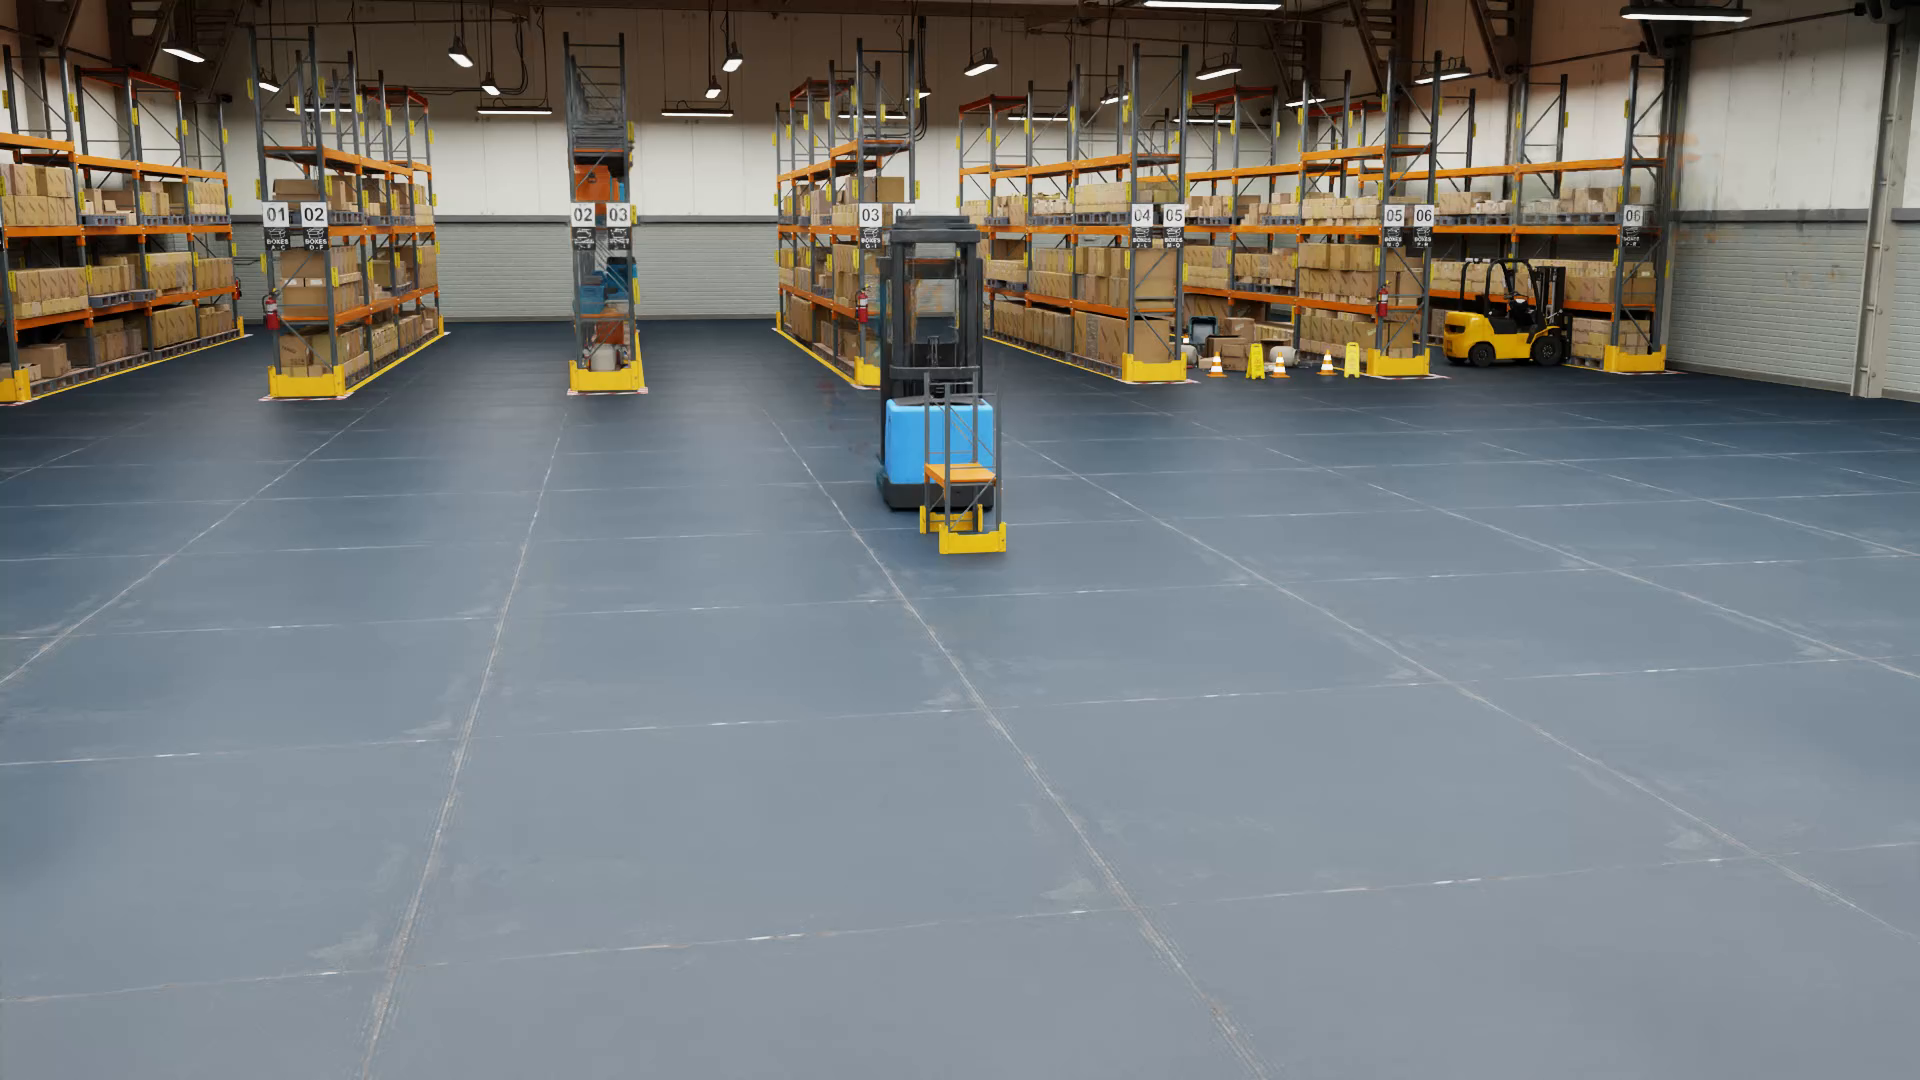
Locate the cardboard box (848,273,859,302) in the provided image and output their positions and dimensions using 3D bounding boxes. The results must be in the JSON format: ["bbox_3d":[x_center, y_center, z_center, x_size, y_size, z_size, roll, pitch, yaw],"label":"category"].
[{"bbox_3d":[-1.589,-4.665,30.673,0.875,0.500,0.500,-2,11,-11],"label":"cardboard box"}]

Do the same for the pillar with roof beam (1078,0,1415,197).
[{"bbox_3d":[7.487,-9.974,43.584,9.100,9.000,0.548,-2,11,-11],"label":"pillar with roof beam"}]

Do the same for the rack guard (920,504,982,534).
[{"bbox_3d":[-0.082,-0.200,15.633,0.587,0.250,0.087,-2,11,-11],"label":"rack guard"}]

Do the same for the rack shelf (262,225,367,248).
[{"bbox_3d":[-11.401,-5.408,29.541,1.077,0.370,4.000,-2,11,-11],"label":"rack shelf"}]

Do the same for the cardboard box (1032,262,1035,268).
[{"bbox_3d":[1.932,-6.569,39.697,0.380,0.149,0.250,-2,11,-8],"label":"cardboard box"}]

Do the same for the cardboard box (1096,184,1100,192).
[{"bbox_3d":[2.847,-6.815,32.159,0.380,0.149,0.250,-2,11,-11],"label":"cardboard box"}]

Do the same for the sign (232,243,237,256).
[{"bbox_3d":[-18.447,-7.377,42.254,0.100,0.325,0.005,-2,11,-11],"label":"sign"}]

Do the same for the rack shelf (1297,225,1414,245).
[{"bbox_3d":[8.038,-6.128,33.323,1.077,0.370,4.000,-2,11,-11],"label":"rack shelf"}]

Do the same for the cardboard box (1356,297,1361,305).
[{"bbox_3d":[7.958,-4.668,32.426,0.380,0.149,0.250,-2,11,-12],"label":"cardboard box"}]

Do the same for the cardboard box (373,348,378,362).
[{"bbox_3d":[-11.625,-3.593,32.335,0.500,0.250,0.500,-2,11,-12],"label":"cardboard box"}]

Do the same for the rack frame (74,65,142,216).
[{"bbox_3d":[-17.426,-8.154,34.025,1.000,3.000,0.127,-2,11,-11],"label":"rack frame"}]

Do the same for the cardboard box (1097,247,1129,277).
[{"bbox_3d":[3.153,-5.413,32.380,0.875,0.550,0.500,-2,11,-11],"label":"cardboard box"}]

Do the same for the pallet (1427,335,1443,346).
[{"bbox_3d":[11.861,-4.767,39.730,1.003,0.211,1.213,-2,11,-11],"label":"pallet"}]

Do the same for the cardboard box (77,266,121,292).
[{"bbox_3d":[-17.061,-5.159,32.888,0.700,0.500,0.500,-2,11,-11],"label":"cardboard box"}]

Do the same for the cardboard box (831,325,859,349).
[{"bbox_3d":[-2.353,-4.306,35.361,0.700,0.500,0.500,-3,11,-16],"label":"cardboard box"}]

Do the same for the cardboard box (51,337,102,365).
[{"bbox_3d":[-16.807,-3.596,31.630,0.700,0.500,0.500,-2,11,-9],"label":"cardboard box"}]

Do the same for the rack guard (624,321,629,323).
[{"bbox_3d":[-9.281,-5.811,44.442,1.175,0.500,0.348,-2,11,-11],"label":"rack guard"}]

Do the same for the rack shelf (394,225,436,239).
[{"bbox_3d":[-13.734,-7.609,41.104,1.077,0.370,4.000,-2,11,-11],"label":"rack shelf"}]

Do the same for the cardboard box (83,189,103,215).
[{"bbox_3d":[-16.916,-6.532,32.133,0.500,0.500,0.500,-3,11,-13],"label":"cardboard box"}]

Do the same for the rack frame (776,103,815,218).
[{"bbox_3d":[-4.406,-10.162,44.573,1.000,3.000,0.127,-2,11,-11],"label":"rack frame"}]

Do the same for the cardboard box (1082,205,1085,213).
[{"bbox_3d":[2.650,-6.609,33.210,0.380,0.149,0.250,-2,11,-11],"label":"cardboard box"}]

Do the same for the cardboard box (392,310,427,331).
[{"bbox_3d":[-13.716,-5.456,41.392,0.797,0.503,0.637,-2,11,-11],"label":"cardboard box"}]

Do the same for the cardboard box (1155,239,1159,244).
[{"bbox_3d":[5.472,-8.027,44.723,0.380,0.149,0.250,-2,11,-11],"label":"cardboard box"}]

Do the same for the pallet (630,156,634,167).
[{"bbox_3d":[-7.818,-8.359,36.674,1.213,0.211,1.003,-2,11,-11],"label":"pallet"}]

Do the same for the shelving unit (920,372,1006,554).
[{"bbox_3d":[0.015,-0.723,15.036,0.587,1.500,1.083,-2,11,-11],"label":"shelving unit"}]

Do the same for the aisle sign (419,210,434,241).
[{"bbox_3d":[-13.836,-8.156,43.126,0.394,0.787,0.004,-2,11,-11],"label":"aisle sign"}]

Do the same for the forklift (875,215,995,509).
[{"bbox_3d":[-0.328,-1.978,17.804,1.130,2.935,3.031,-1,11,-6],"label":"forklift"}]

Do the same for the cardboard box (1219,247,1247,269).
[{"bbox_3d":[6.514,-6.734,39.664,0.500,0.500,0.500,-2,11,-13],"label":"cardboard box"}]

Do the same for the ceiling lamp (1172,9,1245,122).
[{"bbox_3d":[7.378,-13.978,49.010,2.000,3.185,0.800,-2,11,-11],"label":"ceiling lamp"}]

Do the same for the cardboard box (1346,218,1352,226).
[{"bbox_3d":[7.862,-6.282,32.882,0.380,0.149,0.250,-2,11,-13],"label":"cardboard box"}]

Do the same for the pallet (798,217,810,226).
[{"bbox_3d":[-3.247,-7.449,38.849,1.003,0.211,1.213,-2,11,-8],"label":"pallet"}]

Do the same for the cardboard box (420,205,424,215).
[{"bbox_3d":[-13.381,-8.049,40.559,0.500,0.250,0.500,-2,11,-11],"label":"cardboard box"}]

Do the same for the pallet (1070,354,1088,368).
[{"bbox_3d":[2.884,-3.664,33.934,1.003,0.211,1.213,-2,11,-11],"label":"pallet"}]

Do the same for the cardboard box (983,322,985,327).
[{"bbox_3d":[0.764,-5.605,43.178,0.380,0.149,0.250,-2,11,-13],"label":"cardboard box"}]

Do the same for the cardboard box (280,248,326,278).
[{"bbox_3d":[-11.100,-4.703,28.200,0.700,0.500,0.500,-2,11,-11],"label":"cardboard box"}]

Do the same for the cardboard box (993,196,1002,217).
[{"bbox_3d":[1.223,-8.298,41.414,0.700,0.500,0.500,-2,11,-11],"label":"cardboard box"}]

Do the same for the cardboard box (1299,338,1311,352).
[{"bbox_3d":[7.499,-4.112,35.062,0.500,0.250,0.500,-3,11,-14],"label":"cardboard box"}]

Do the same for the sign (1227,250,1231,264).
[{"bbox_3d":[6.327,-6.656,39.101,0.100,0.325,0.005,-2,11,-11],"label":"sign"}]

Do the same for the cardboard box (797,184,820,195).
[{"bbox_3d":[-3.804,-8.800,41.778,0.500,0.250,0.500,-3,11,-15],"label":"cardboard box"}]

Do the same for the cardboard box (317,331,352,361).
[{"bbox_3d":[-11.107,-3.434,29.495,0.500,0.500,0.500,-2,11,-11],"label":"cardboard box"}]

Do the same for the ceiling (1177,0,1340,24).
[{"bbox_3d":[10.234,-15.640,49.287,6.000,0.001,6.000,-2,11,-11],"label":"ceiling"}]

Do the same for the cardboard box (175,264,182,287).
[{"bbox_3d":[-17.669,-5.885,37.029,0.500,0.500,0.500,-2,11,-11],"label":"cardboard box"}]

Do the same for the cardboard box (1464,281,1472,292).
[{"bbox_3d":[11.885,-5.843,38.329,0.500,0.250,0.500,-2,11,-9],"label":"cardboard box"}]

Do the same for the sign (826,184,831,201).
[{"bbox_3d":[-2.615,-6.914,33.095,0.100,0.325,0.005,-2,11,-11],"label":"sign"}]

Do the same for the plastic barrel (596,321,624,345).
[{"bbox_3d":[-7.820,-4.797,37.110,0.600,0.830,0.708,-2,11,-11],"label":"plastic barrel"}]

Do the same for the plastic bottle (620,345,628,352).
[{"bbox_3d":[-6.422,-3.547,31.769,0.144,0.351,0.185,-2,11,-11],"label":"plastic bottle"}]

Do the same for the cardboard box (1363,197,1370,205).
[{"bbox_3d":[7.992,-6.529,32.046,0.380,0.149,0.250,-2,11,-12],"label":"cardboard box"}]

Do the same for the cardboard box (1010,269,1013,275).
[{"bbox_3d":[1.385,-6.310,39.131,0.380,0.149,0.250,-2,11,-10],"label":"cardboard box"}]

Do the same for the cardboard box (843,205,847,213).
[{"bbox_3d":[-2.020,-6.301,31.645,0.380,0.149,0.250,-2,11,-12],"label":"cardboard box"}]

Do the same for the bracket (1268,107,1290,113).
[{"bbox_3d":[9.571,-13.575,52.876,0.076,0.066,5.218,-2,11,-11],"label":"bracket"}]

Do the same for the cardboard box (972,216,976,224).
[{"bbox_3d":[0.617,-8.399,43.735,0.500,0.250,0.500,-2,11,-11],"label":"cardboard box"}]
